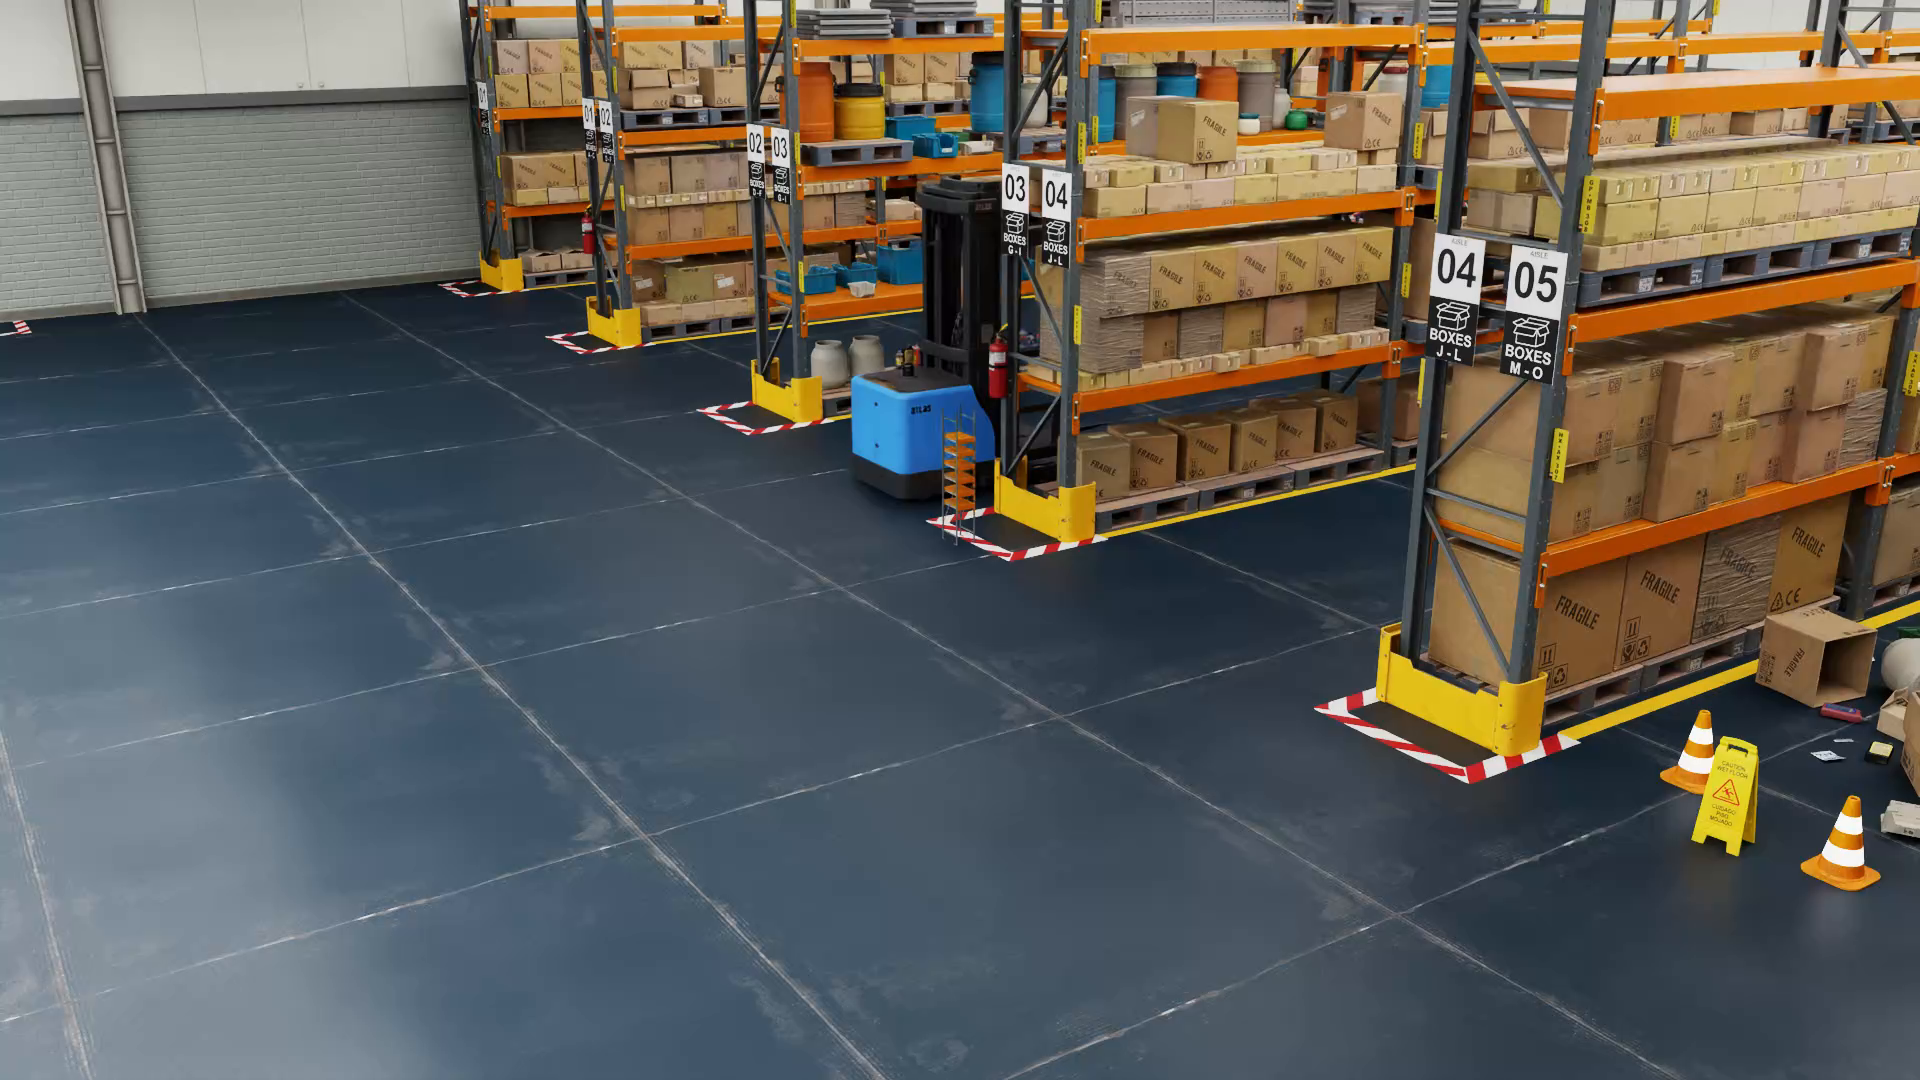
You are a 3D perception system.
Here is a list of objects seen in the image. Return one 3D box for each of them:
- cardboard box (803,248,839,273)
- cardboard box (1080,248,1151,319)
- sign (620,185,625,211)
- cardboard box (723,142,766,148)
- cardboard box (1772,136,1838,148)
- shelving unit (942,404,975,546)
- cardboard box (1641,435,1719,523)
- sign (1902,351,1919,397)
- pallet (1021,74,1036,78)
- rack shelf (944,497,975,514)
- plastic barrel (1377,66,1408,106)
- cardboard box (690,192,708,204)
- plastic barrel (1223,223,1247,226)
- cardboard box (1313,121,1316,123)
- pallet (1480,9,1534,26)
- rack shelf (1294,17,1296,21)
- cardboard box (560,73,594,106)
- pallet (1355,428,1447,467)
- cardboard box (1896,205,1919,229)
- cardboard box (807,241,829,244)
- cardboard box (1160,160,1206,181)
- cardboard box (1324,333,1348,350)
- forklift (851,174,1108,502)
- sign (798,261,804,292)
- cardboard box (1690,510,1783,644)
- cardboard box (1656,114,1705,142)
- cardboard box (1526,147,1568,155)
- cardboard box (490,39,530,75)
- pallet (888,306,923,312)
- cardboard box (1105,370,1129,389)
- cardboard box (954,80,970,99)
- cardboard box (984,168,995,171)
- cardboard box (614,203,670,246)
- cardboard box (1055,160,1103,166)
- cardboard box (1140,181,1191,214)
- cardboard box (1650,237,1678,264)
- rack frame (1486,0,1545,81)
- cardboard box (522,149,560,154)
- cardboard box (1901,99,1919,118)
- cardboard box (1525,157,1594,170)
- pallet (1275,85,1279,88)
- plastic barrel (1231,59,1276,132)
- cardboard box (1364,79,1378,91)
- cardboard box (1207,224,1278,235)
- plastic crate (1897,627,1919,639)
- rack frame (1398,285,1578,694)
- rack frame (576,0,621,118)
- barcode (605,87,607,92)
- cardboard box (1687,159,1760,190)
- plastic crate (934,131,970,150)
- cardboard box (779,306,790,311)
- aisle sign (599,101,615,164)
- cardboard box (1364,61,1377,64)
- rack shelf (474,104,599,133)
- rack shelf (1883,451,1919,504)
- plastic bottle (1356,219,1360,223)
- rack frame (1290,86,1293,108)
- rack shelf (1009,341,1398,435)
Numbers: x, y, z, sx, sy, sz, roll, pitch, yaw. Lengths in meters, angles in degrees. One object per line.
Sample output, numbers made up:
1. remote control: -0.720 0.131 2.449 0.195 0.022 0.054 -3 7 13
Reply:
1. cardboard box: -2.099 -3.941 24.186 0.500 0.500 0.500 -12 22 -31
2. cardboard box: 1.306 -2.246 14.522 0.500 0.500 0.500 -12 22 -31
3. sign: -4.449 -4.508 21.921 0.005 0.325 0.100 -12 22 -31
4. cardboard box: -3.692 -6.575 28.668 0.500 0.500 0.700 -12 22 -31
5. cardboard box: 6.190 -2.873 12.210 0.250 0.149 0.380 -12 22 -31
6. shelving unit: -0.012 -0.566 14.545 0.189 1.200 0.258 -12 22 -31
7. cardboard box: 4.609 -0.532 11.399 0.550 0.550 0.875 -12 22 -31
8. sign: 6.987 -1.219 12.193 0.005 0.325 0.100 -12 22 -31
9. pallet: 0.646 -8.601 31.112 1.213 0.211 1.003 -11 21 -29
10. rack shelf: -0.012 -0.296 14.636 0.180 0.103 0.258 -12 22 -31
11. plastic barrel: 6.052 -6.331 23.235 0.433 0.535 0.433 0 19 0
12. cardboard box: -3.663 -4.711 22.827 0.250 0.149 0.380 -12 22 -32
13. plastic barrel: 3.560 -4.034 21.820 0.421 0.512 0.421 0 19 0
14. cardboard box: 6.401 -7.183 29.591 0.500 0.500 0.500 -12 22 -31
15. pallet: 7.320 -7.407 23.524 1.213 0.211 1.003 -12 22 -31
16. rack shelf: 3.603 -8.283 26.943 4.000 0.370 1.077 -12 22 -31
17. cardboard box: -6.160 -7.182 26.434 0.500 0.500 0.500 -11 21 -29
18. pallet: 4.687 -1.081 17.612 1.213 0.211 1.003 -12 22 -31
19. cardboard box: 6.552 -2.318 11.816 0.250 0.149 0.380 -12 22 -32
20. cardboard box: -2.678 -5.581 29.785 0.500 0.500 0.700 -12 22 -31
21. cardboard box: 1.938 -3.253 14.612 0.250 0.149 0.380 -12 22 -32
22. cardboard box: 3.563 -1.959 16.249 0.250 0.149 0.380 -12 22 -31
23. forklift: 0.449 -2.090 16.352 3.031 2.935 1.130 -12 22 -31
24. sign: -1.729 -2.868 18.112 0.005 0.325 0.100 -12 22 -31
25. cardboard box: 5.366 0.140 12.310 0.875 0.875 0.875 -12 22 -31
26. cardboard box: 7.848 -4.764 18.654 0.637 0.503 0.797 -10 21 -28
27. cardboard box: 6.288 -3.991 17.416 0.500 0.250 0.500 -11 22 -30
28. cardboard box: -7.021 -7.489 25.781 0.500 0.500 0.500 -14 23 -35
29. pallet: -0.814 -3.734 25.460 1.213 0.211 1.003 -12 22 -31
30. cardboard box: 1.285 -1.466 14.790 0.250 0.149 0.380 -12 22 -31
31. cardboard box: 0.222 -6.784 25.023 0.500 0.250 0.500 -14 23 -36
32. cardboard box: 0.445 -7.022 31.192 0.250 0.149 0.380 -11 22 -30
33. cardboard box: -4.352 -4.336 22.732 0.500 0.500 0.700 -12 22 -31
34. cardboard box: 1.039 -3.245 14.589 0.250 0.149 0.380 -13 22 -33
35. cardboard box: 1.668 -3.018 14.539 0.500 0.250 0.500 -12 22 -33
36. cardboard box: 4.224 -1.827 10.363 0.250 0.149 0.380 -12 22 -31
37. rack frame: 7.994 -7.840 23.885 0.127 3.000 1.000 -12 22 -31
38. cardboard box: -6.774 -6.054 27.001 0.500 0.500 0.500 -12 22 -31
39. cardboard box: 11.791 -5.636 21.079 0.500 0.500 0.700 -11 21 -29
40. cardboard box: 3.858 -2.380 10.753 0.250 0.149 0.380 -11 22 -31
41. pallet: 4.690 -7.560 28.032 1.003 0.211 1.213 -12 22 -31
42. plastic barrel: 3.849 -5.866 21.945 0.600 0.901 0.600 0 19 0
43. cardboard box: 7.069 -7.957 29.148 0.500 0.250 0.500 -12 22 -31
44. cardboard box: 2.687 -2.739 15.980 0.500 0.500 0.500 -12 22 -31
45. plastic crate: 7.256 0.766 12.096 0.662 0.188 0.450 -1 9 -3
46. rack frame: 3.340 -0.215 10.698 0.127 3.000 1.000 -12 22 -31
47. rack frame: -4.749 -7.052 21.554 0.127 3.000 1.000 -12 22 -31
48. barcode: -4.762 -6.088 22.480 0.075 0.075 0.001 -12 22 -31
49. cardboard box: 4.856 -2.339 10.630 0.250 0.149 0.380 -12 22 -32
50. plastic crate: -0.154 -4.705 19.625 0.450 0.188 0.336 -12 22 -31
51. cardboard box: -2.508 -3.494 24.032 0.500 0.250 0.500 -12 22 -31
52. aisle sign: -4.635 -5.348 21.822 0.004 0.787 0.394 -12 22 -31
53. cardboard box: 6.902 -8.630 29.188 0.500 0.500 0.700 -12 22 -31
54. rack shelf: -5.806 -6.967 27.109 4.000 0.370 1.077 -12 22 -31
55. rack shelf: 8.351 -0.931 13.939 4.000 0.370 1.077 -12 22 -31
56. plastic bottle: 5.493 -4.274 22.885 0.133 0.283 0.061 -12 22 -31
57. rack frame: 5.273 -6.324 28.767 0.127 3.000 1.000 -12 22 -31
58. rack shelf: 2.367 -1.571 15.832 4.000 0.370 1.077 -12 22 -31
